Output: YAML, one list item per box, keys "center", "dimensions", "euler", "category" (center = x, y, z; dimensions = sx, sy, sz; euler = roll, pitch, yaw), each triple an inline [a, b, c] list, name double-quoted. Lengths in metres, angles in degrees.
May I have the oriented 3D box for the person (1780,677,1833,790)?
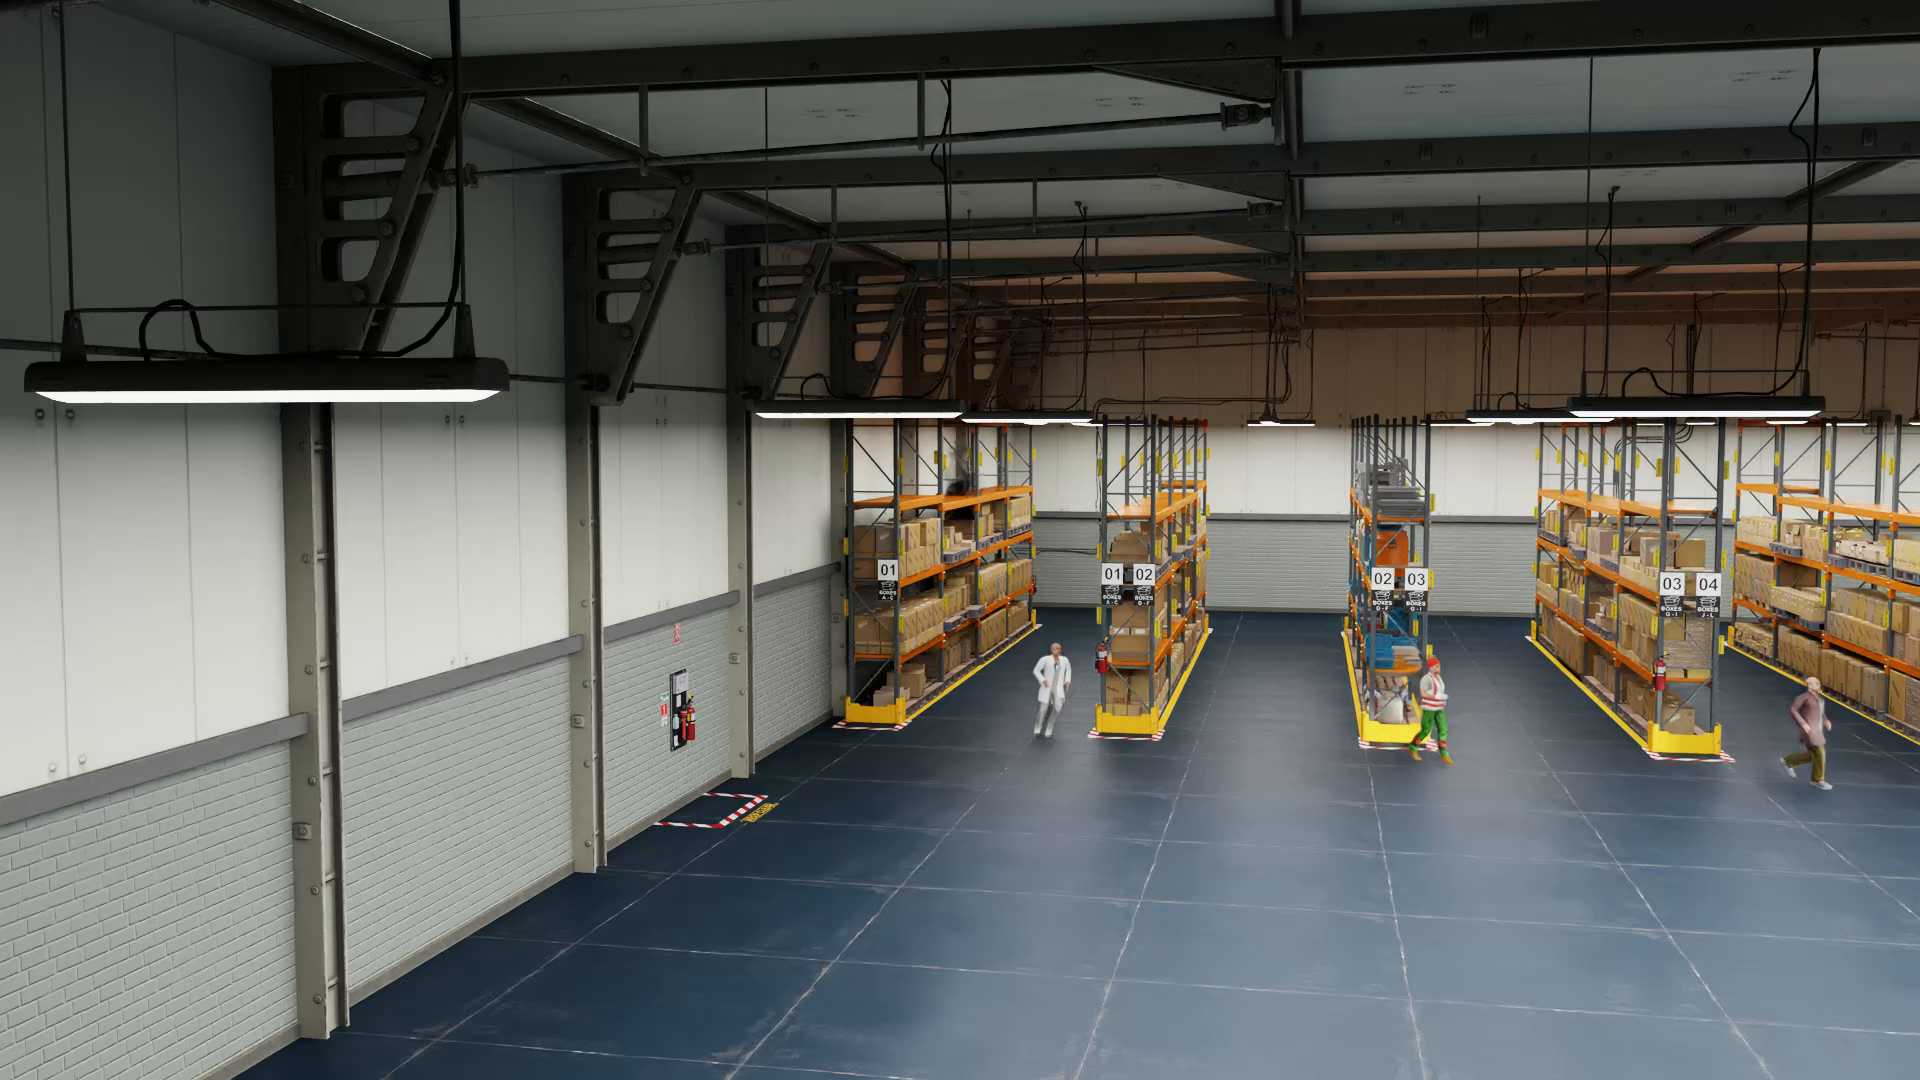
- center: [13.626, 3.073, 26.745]
  dimensions: [0.728, 1.769, 0.895]
  euler: [-3, 5, -39]
  category: "person"

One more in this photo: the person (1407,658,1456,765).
- center: [8.079, 2.906, 28.412]
  dimensions: [0.665, 1.795, 0.885]
  euler: [-3, 5, -39]
  category: "person"

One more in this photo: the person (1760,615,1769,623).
- center: [21.871, 1.926, 44.988]
  dimensions: [0.613, 1.596, 0.515]
  euler: [-3, 5, -37]
  category: "person"

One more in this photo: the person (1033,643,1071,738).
- center: [1.741, 2.799, 31.008]
  dimensions: [0.774, 1.763, 0.683]
  euler: [-1, 4, -10]
  category: "person"
